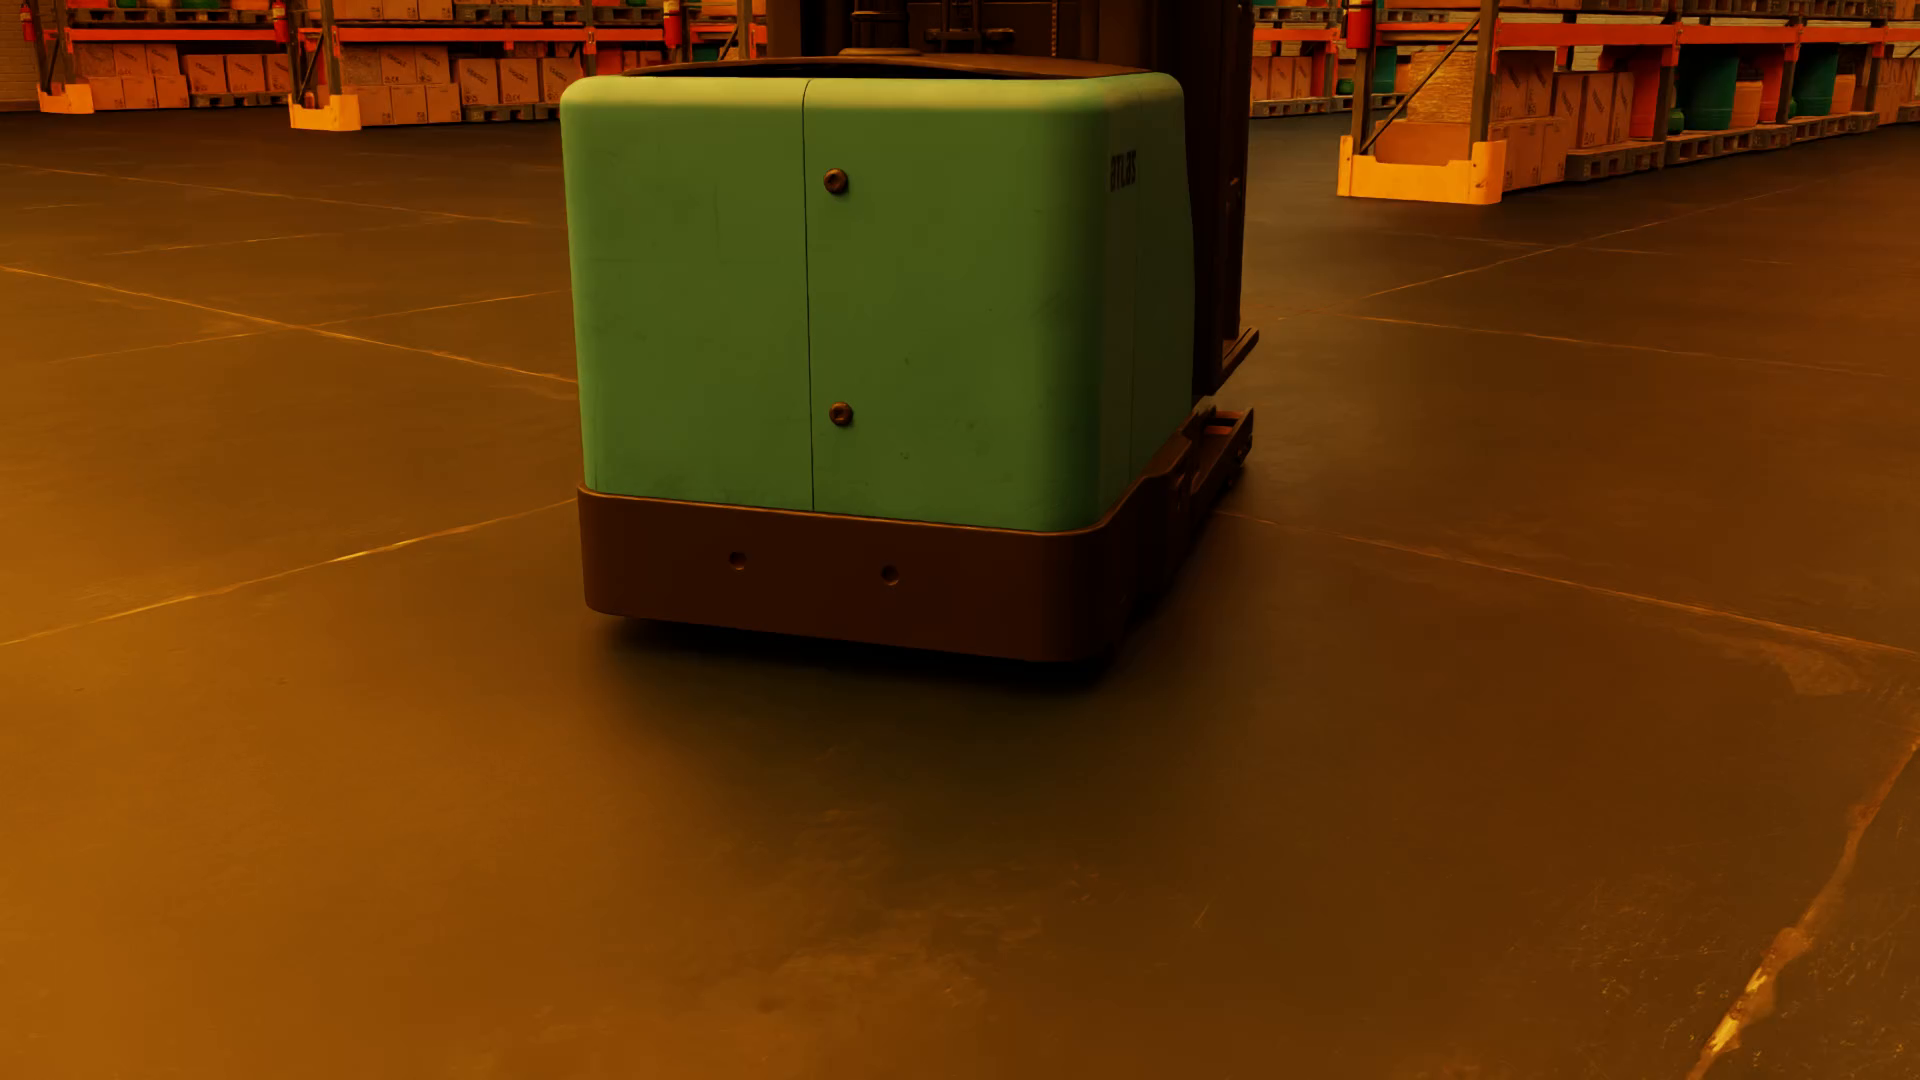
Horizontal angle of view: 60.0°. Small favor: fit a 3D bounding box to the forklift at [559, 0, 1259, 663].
[{"bbox_3d":[0.182,-1.571,4.072,1.130,2.935,3.031,5,18,17],"label":"forklift"}]
